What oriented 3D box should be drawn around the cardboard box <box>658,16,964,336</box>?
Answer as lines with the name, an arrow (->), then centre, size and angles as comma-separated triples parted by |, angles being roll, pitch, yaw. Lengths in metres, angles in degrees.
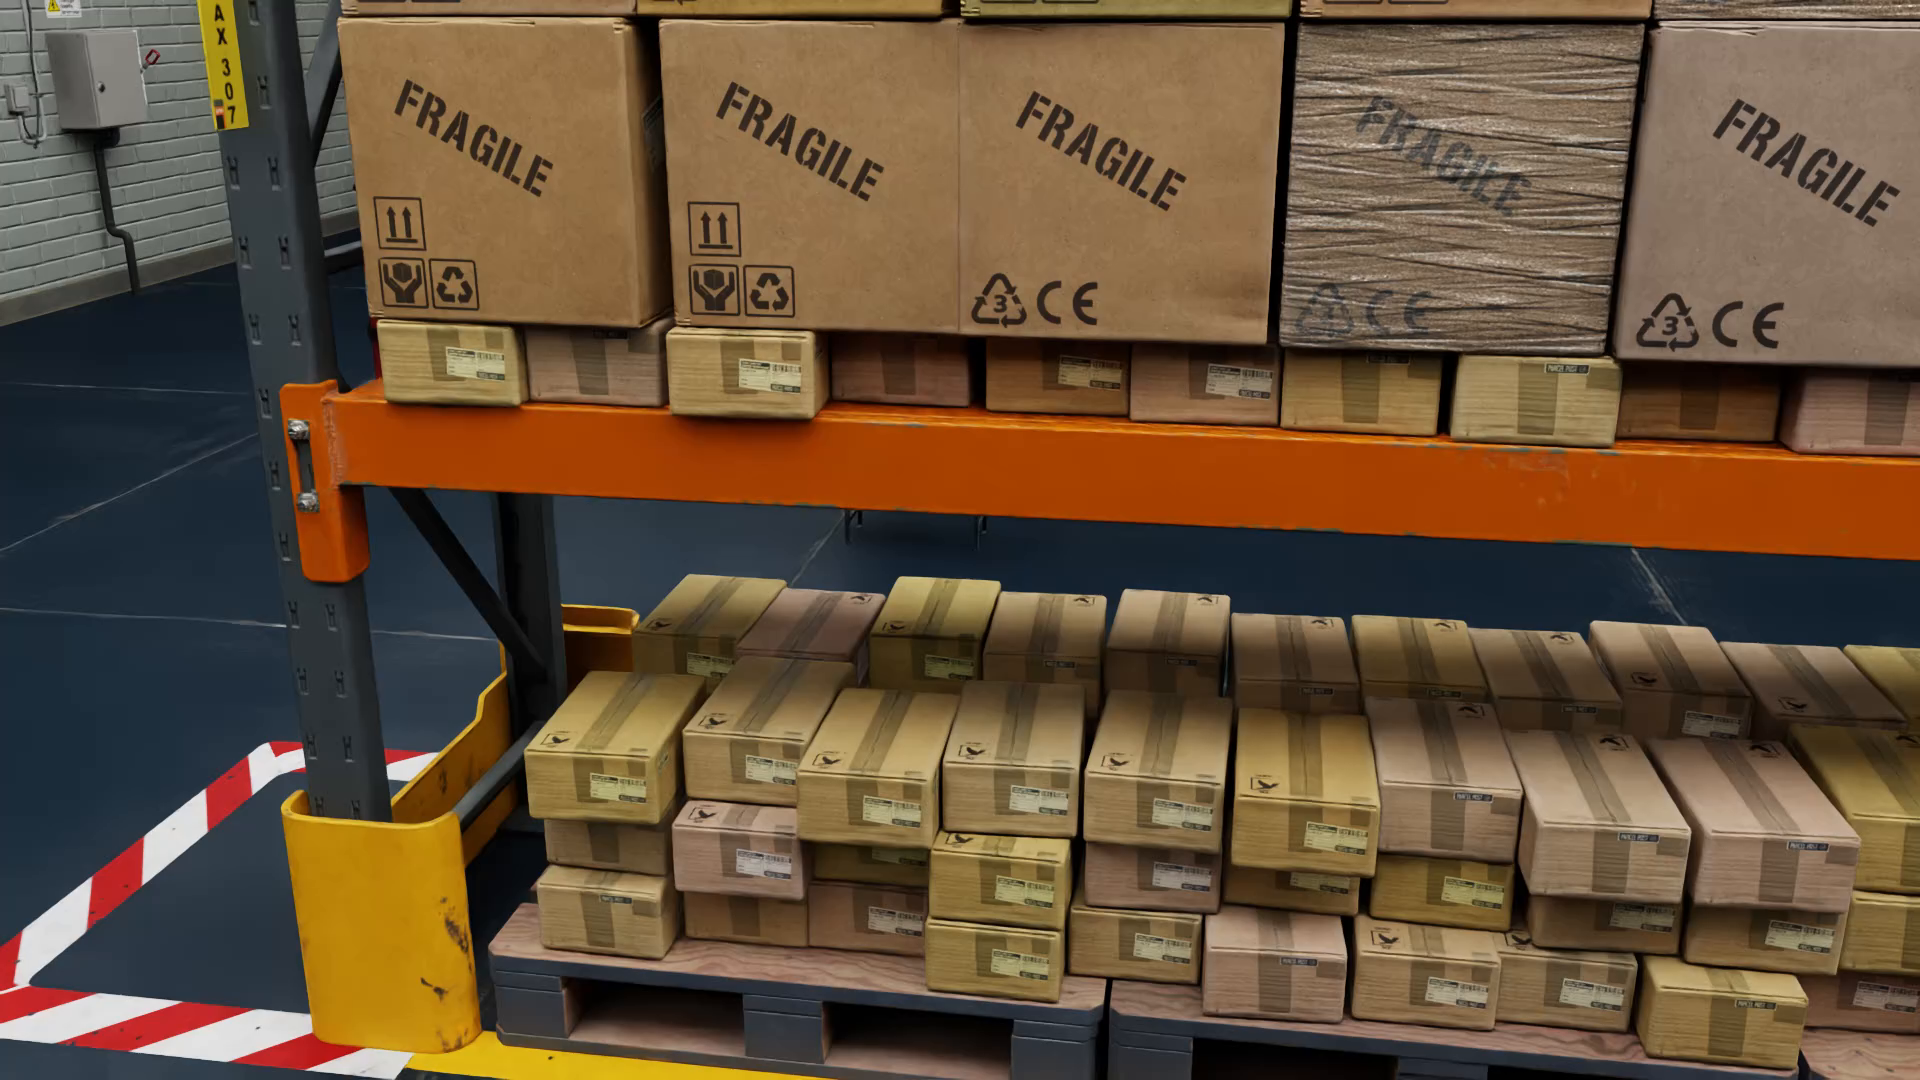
cardboard box -> -0.197, -0.662, 2.929 | 0.500, 0.500, 0.500 | 3, 19, 9

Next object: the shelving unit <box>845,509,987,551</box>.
shelving unit -> -0.163, -0.577, 6.138 | 0.503, 1.200, 0.258 | 3, 19, 9

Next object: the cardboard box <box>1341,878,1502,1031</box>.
cardboard box -> 0.867, 0.751, 3.162 | 0.250, 0.149, 0.380 | 3, 19, 9

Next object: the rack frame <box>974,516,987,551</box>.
rack frame -> 0.077, -0.565, 6.101 | 0.015, 1.200, 0.240 | 3, 19, 9

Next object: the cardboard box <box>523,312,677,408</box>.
cardboard box -> -0.603, -0.364, 3.060 | 0.250, 0.149, 0.380 | 4, 19, 11

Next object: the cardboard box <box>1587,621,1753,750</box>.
cardboard box -> 1.493, 0.314, 3.532 | 0.250, 0.149, 0.380 | 3, 19, 10

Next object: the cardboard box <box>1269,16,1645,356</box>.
cardboard box -> 0.789, -0.610, 2.773 | 0.500, 0.500, 0.500 | 2, 19, 7

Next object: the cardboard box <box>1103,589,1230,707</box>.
cardboard box -> 0.468, 0.249, 3.726 | 0.250, 0.149, 0.380 | 4, 19, 11

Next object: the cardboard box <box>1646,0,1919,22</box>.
cardboard box -> 1.299, -1.057, 2.532 | 0.500, 0.500, 0.500 | 3, 19, 10

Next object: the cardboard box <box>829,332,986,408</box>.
cardboard box -> -0.069, -0.364, 3.059 | 0.250, 0.149, 0.380 | 4, 19, 11

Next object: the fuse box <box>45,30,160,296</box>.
fuse box -> -5.538, -2.474, 11.001 | 0.414, 1.711, 0.539 | 3, 19, 9

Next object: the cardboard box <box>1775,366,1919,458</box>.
cardboard box -> 1.451, -0.259, 2.745 | 0.250, 0.149, 0.380 | 2, 19, 6

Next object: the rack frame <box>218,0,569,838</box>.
rack frame -> -1.129, -0.602, 3.375 | 0.127, 3.000, 1.000 | 3, 19, 9

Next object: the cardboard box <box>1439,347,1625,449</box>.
cardboard box -> 0.946, -0.279, 2.805 | 0.250, 0.149, 0.380 | 3, 19, 10

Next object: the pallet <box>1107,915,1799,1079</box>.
pallet -> 0.943, 0.838, 3.465 | 1.213, 0.211, 1.003 | 3, 19, 9

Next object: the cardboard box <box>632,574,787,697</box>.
cardboard box -> -0.566, 0.216, 3.824 | 0.250, 0.149, 0.380 | 3, 19, 9

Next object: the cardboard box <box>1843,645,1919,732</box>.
cardboard box -> 1.993, 0.358, 3.400 | 0.250, 0.149, 0.380 | 3, 19, 8

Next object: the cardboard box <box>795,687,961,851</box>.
cardboard box -> -0.146, 0.430, 3.183 | 0.250, 0.149, 0.380 | 3, 19, 9

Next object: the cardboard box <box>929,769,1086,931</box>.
cardboard box -> 0.101, 0.579, 3.206 | 0.250, 0.149, 0.380 | 4, 19, 10

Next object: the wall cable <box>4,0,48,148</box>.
wall cable -> -5.801, -3.361, 10.020 | 0.122, 1.984, 0.588 | 3, 19, 9

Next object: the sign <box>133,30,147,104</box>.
sign -> -5.664, -3.205, 11.305 | 0.001, 0.494, 0.329 | 3, 19, 9

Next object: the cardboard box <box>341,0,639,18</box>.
cardboard box -> -0.728, -1.159, 2.837 | 0.500, 0.500, 0.500 | 3, 19, 8

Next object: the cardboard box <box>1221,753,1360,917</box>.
cardboard box -> 0.652, 0.564, 3.253 | 0.250, 0.149, 0.380 | 4, 19, 11

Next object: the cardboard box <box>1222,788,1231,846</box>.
cardboard box -> 0.715, 0.555, 3.748 | 0.250, 0.149, 0.380 | 3, 19, 10

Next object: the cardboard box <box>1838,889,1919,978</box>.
cardboard box -> 1.690, 0.634, 3.044 | 0.250, 0.149, 0.380 | 3, 19, 9

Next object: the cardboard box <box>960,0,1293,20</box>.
cardboard box -> 0.281, -1.102, 2.668 | 0.500, 0.500, 0.500 | 2, 19, 7

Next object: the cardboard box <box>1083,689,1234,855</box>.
cardboard box -> 0.384, 0.434, 3.173 | 0.250, 0.149, 0.380 | 4, 19, 11

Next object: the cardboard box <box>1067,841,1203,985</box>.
cardboard box -> 0.357, 0.705, 3.299 | 0.250, 0.149, 0.380 | 3, 19, 9

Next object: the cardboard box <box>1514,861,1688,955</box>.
cardboard box -> 1.174, 0.607, 3.123 | 0.250, 0.149, 0.380 | 2, 19, 6

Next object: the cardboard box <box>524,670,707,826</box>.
cardboard box -> -0.666, 0.401, 3.270 | 0.250, 0.149, 0.380 | 2, 19, 6

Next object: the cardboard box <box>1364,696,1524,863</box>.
cardboard box -> 0.900, 0.444, 3.142 | 0.250, 0.149, 0.380 | 3, 19, 9

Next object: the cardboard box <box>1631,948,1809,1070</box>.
cardboard box -> 1.357, 0.787, 3.055 | 0.250, 0.149, 0.380 | 3, 19, 9

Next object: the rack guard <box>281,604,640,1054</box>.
rack guard -> -1.054, 0.587, 3.760 | 0.348, 0.500, 1.175 | 3, 19, 9

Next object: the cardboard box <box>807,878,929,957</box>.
cardboard box -> -0.145, 0.675, 3.389 | 0.250, 0.149, 0.380 | 3, 19, 9

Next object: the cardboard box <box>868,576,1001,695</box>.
cardboard box -> -0.051, 0.220, 3.813 | 0.250, 0.149, 0.380 | 3, 19, 7

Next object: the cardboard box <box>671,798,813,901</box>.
cardboard box -> -0.391, 0.548, 3.301 | 0.250, 0.149, 0.380 | 3, 19, 8

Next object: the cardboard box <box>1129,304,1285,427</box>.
cardboard box -> 0.434, -0.321, 2.931 | 0.250, 0.149, 0.380 | 3, 19, 8

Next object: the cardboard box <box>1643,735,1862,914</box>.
cardboard box -> 1.396, 0.501, 2.973 | 0.250, 0.149, 0.380 | 2, 19, 6

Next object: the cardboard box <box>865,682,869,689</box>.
cardboard box -> -0.313, 0.377, 3.812 | 0.250, 0.149, 0.380 | 2, 19, 7

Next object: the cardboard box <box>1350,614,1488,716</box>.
cardboard box -> 0.974, 0.301, 3.570 | 0.250, 0.149, 0.380 | 3, 19, 9

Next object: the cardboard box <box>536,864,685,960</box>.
cardboard box -> -0.663, 0.677, 3.382 | 0.250, 0.149, 0.380 | 3, 19, 10
